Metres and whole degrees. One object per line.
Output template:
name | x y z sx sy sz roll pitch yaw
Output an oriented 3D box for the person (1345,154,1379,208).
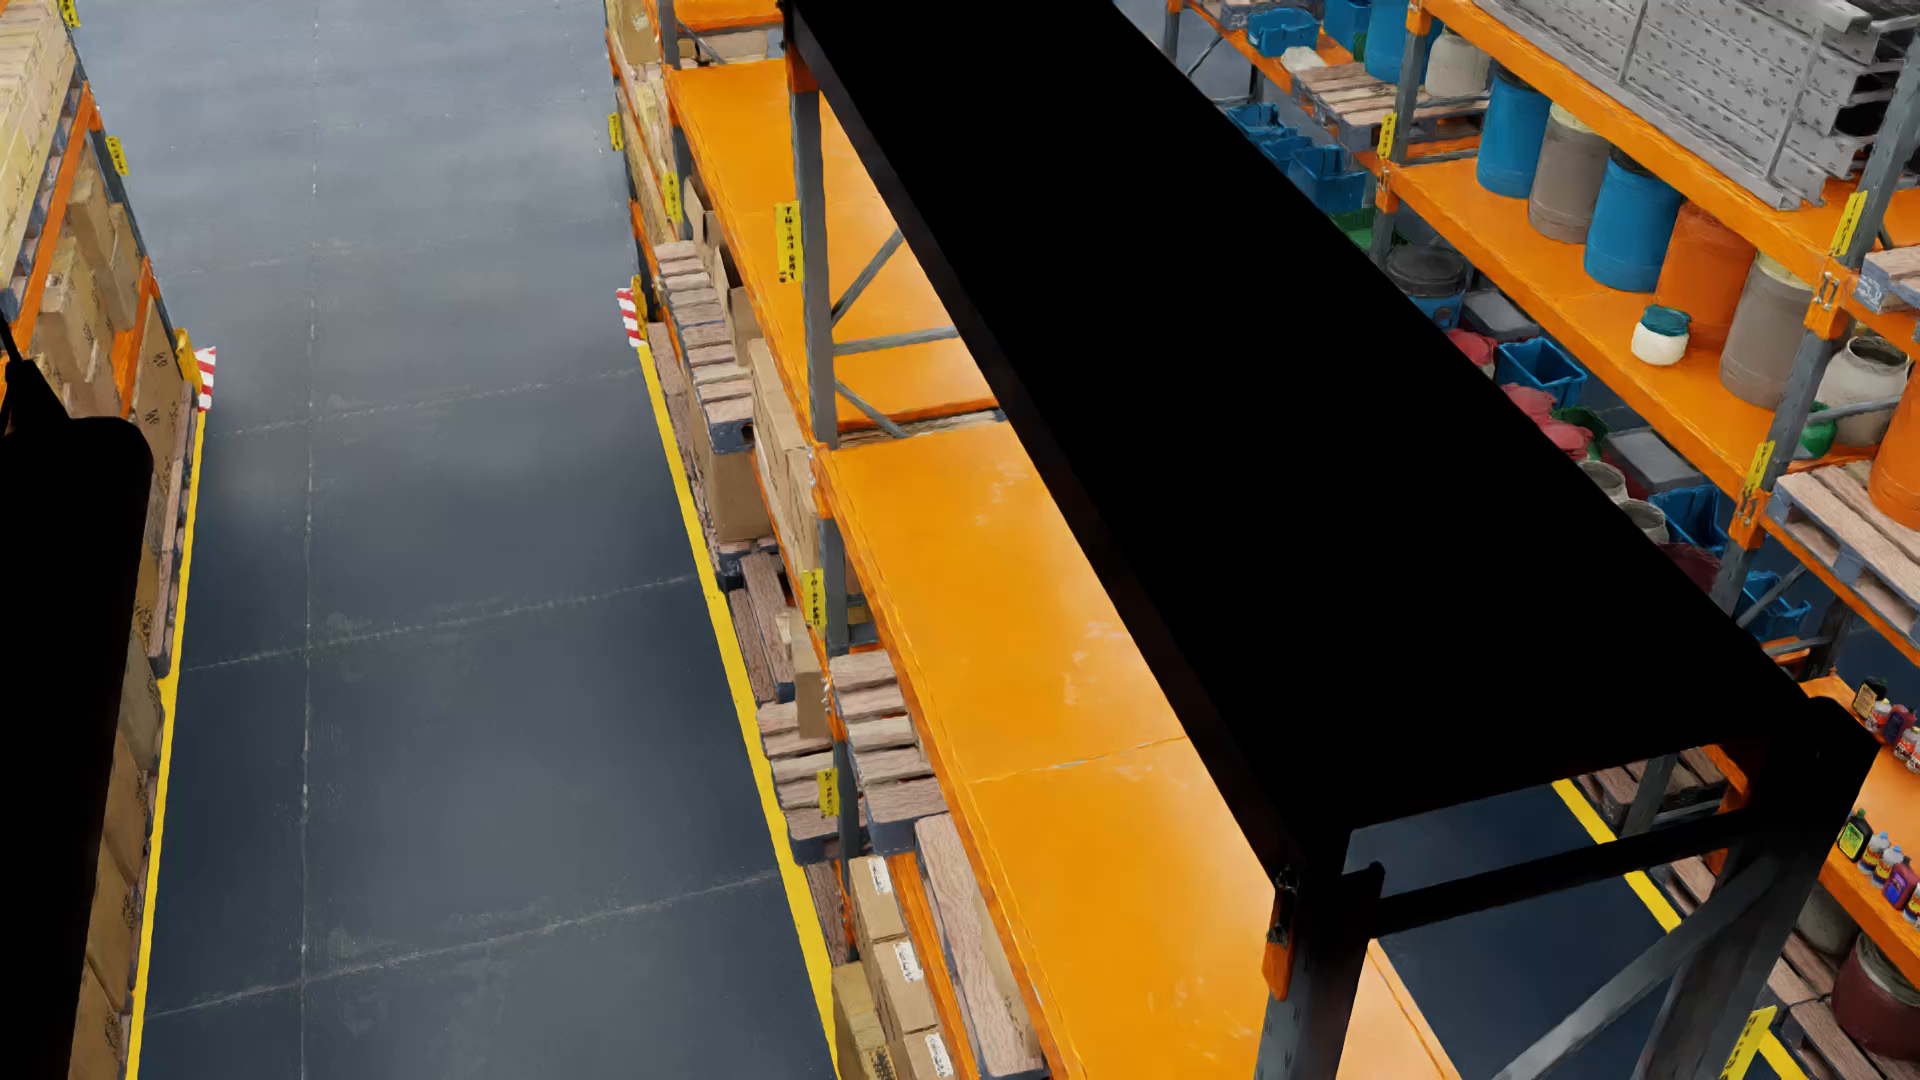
person | 4.123 -3.988 16.497 0.551 1.665 0.573 7 39 9
